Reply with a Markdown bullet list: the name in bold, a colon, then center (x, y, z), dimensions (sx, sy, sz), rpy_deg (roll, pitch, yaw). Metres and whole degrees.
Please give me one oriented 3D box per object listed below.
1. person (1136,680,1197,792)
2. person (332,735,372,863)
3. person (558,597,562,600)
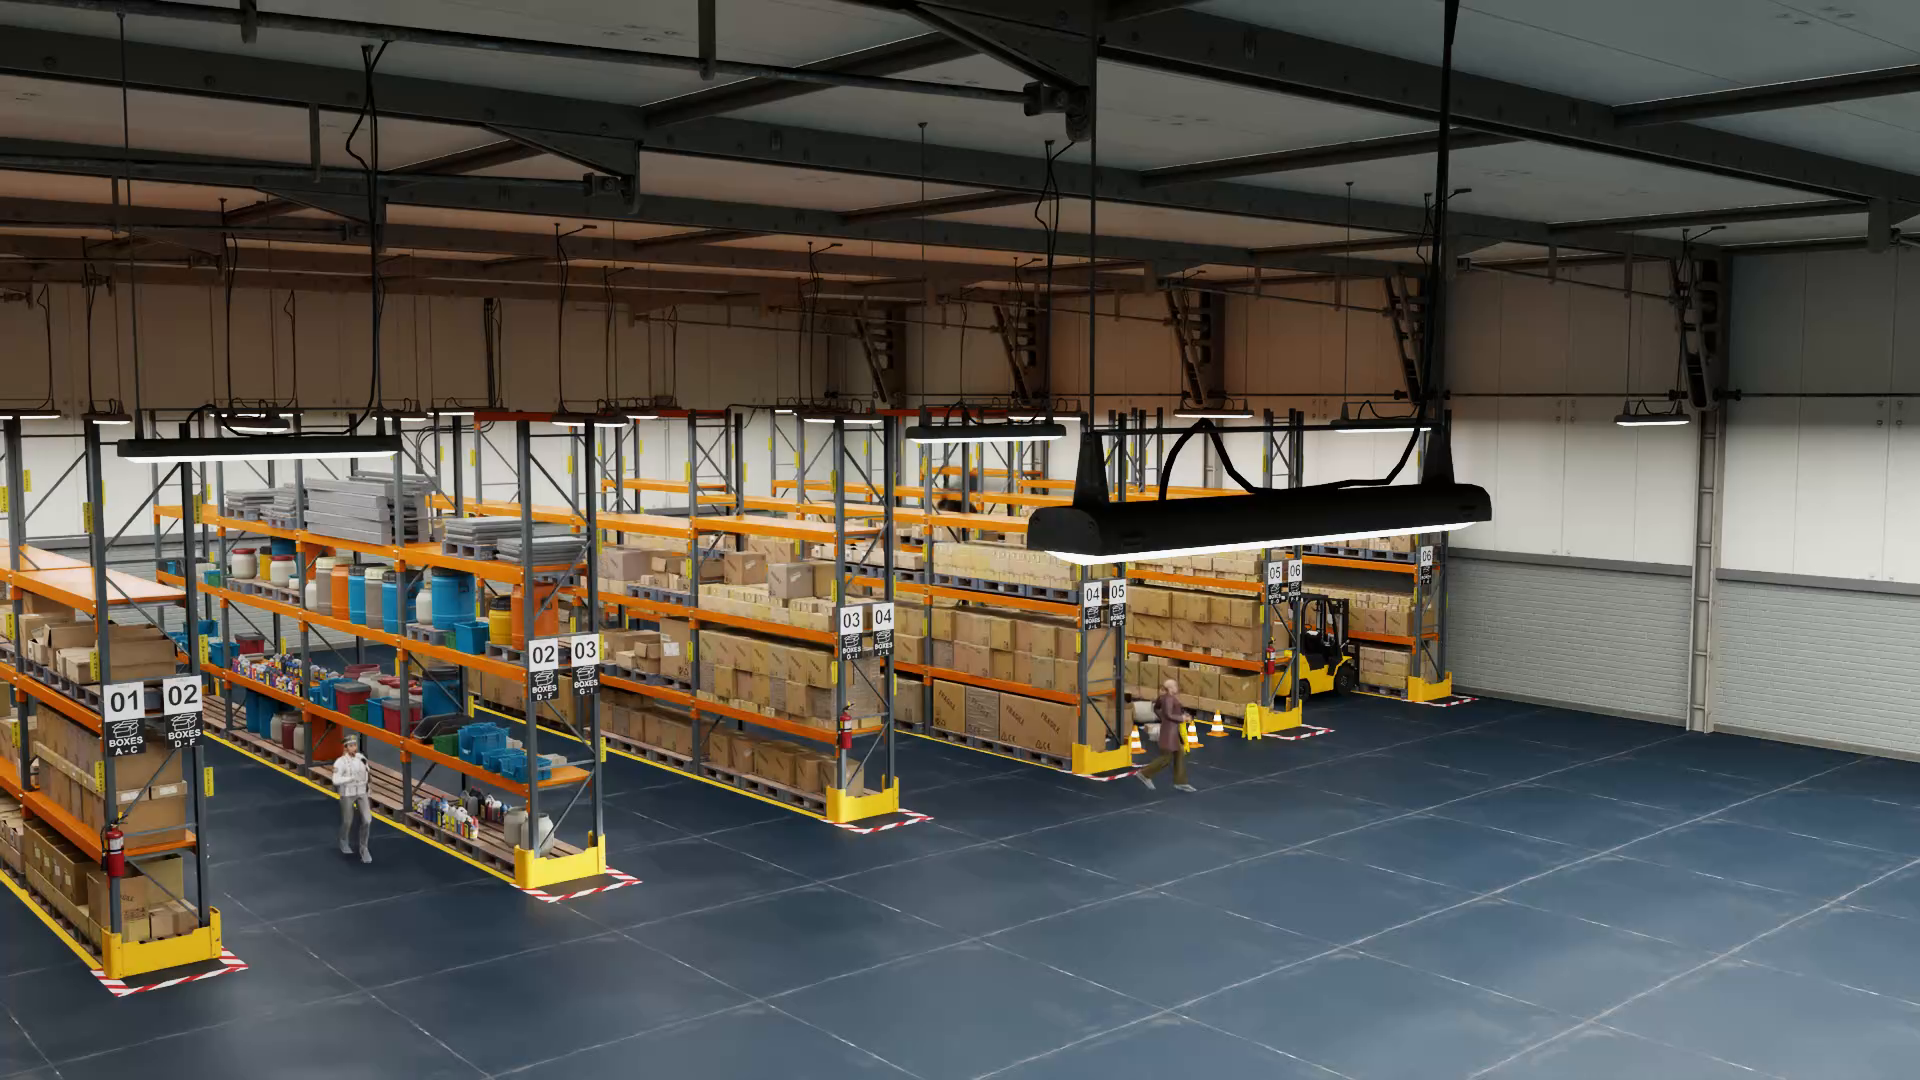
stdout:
- **person**: center (3.295, 3.121, 26.531), dimensions (0.967, 1.791, 0.718), rpy_deg (0, 5, 5)
- **person**: center (-8.237, 3.501, 22.594), dimensions (0.595, 1.751, 0.710), rpy_deg (-4, 7, -41)
- **person**: center (-9.443, 2.131, 39.009), dimensions (0.643, 1.582, 0.611), rpy_deg (0, 5, -3)
